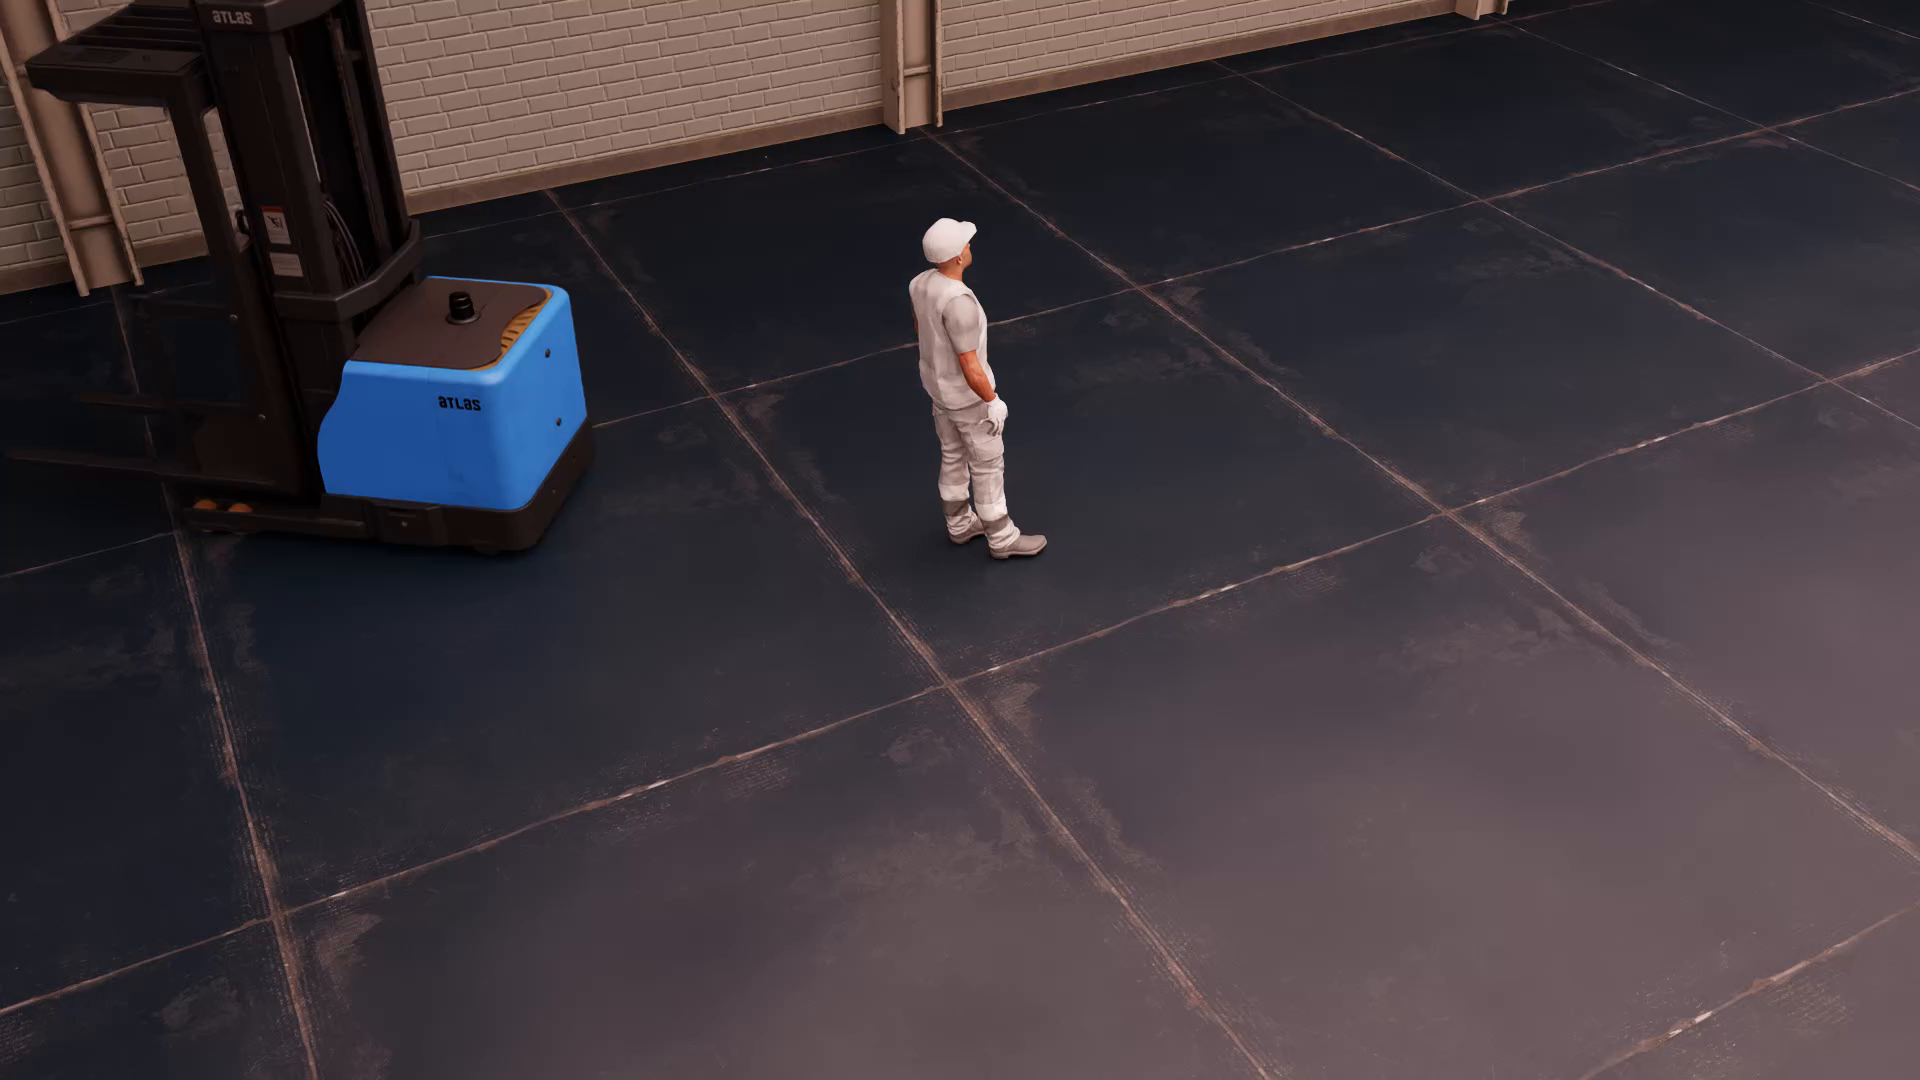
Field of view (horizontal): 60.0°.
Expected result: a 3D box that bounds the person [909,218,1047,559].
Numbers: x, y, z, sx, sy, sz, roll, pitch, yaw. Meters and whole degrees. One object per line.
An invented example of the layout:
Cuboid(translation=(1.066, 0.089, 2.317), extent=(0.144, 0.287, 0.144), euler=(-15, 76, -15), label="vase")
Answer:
Cuboid(translation=(0.076, -0.753, 8.165), extent=(0.562, 1.789, 0.638), euler=(-17, 39, -23), label="person")

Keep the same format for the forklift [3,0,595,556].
Cuboid(translation=(-3.588, -1.515, 8.267), extent=(3.031, 2.935, 1.130), euler=(5, 36, 8), label="forklift")
